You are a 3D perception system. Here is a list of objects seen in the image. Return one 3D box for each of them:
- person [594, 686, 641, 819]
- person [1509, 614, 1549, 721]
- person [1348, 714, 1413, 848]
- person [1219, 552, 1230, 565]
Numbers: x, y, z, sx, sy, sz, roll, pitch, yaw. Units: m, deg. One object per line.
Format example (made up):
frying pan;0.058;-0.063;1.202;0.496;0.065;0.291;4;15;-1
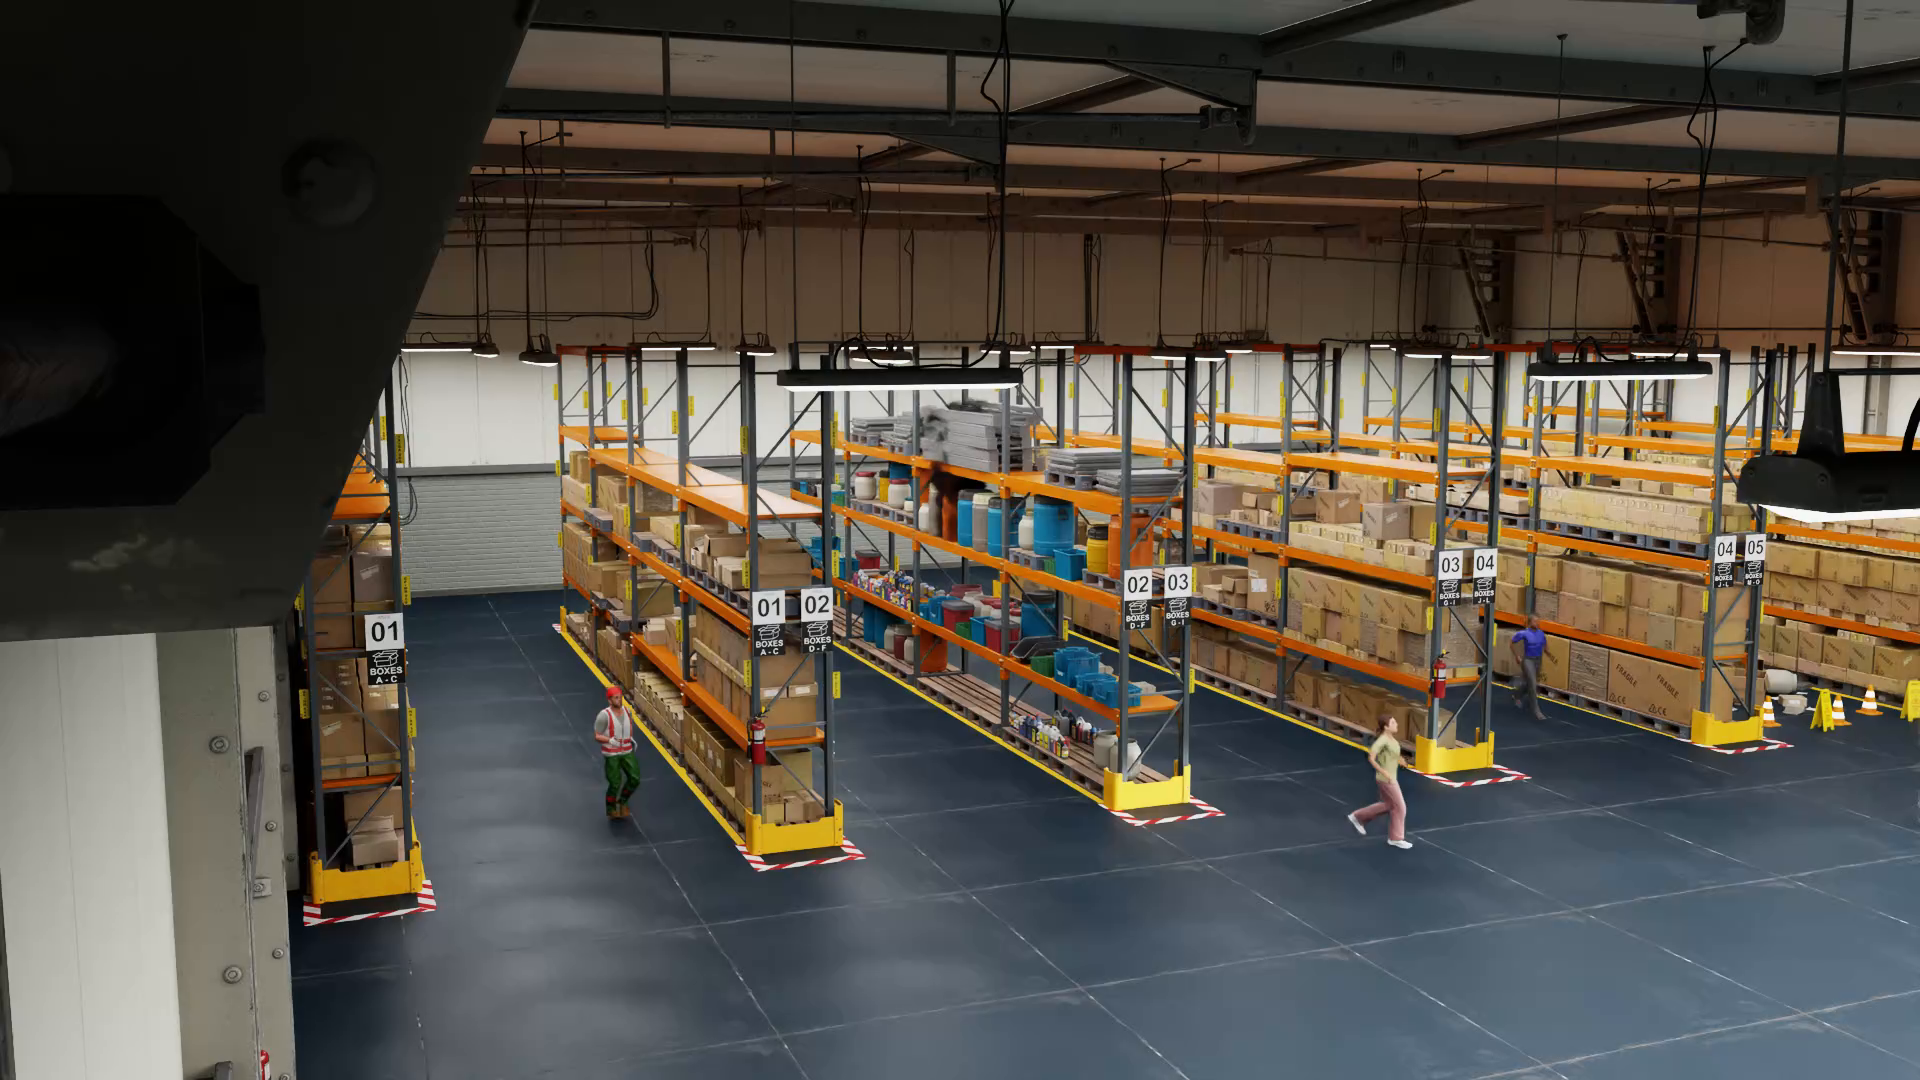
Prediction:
person;-4.356;2.747;21.347;0.628;1.753;0.631;-6;9;-39
person;9.344;2.046;27.234;0.580;1.654;0.913;-3;8;-21
person;5.180;2.938;20.406;0.785;1.664;0.573;2;8;18
person;6.661;0.209;41.753;0.648;1.689;0.545;-5;9;-33
